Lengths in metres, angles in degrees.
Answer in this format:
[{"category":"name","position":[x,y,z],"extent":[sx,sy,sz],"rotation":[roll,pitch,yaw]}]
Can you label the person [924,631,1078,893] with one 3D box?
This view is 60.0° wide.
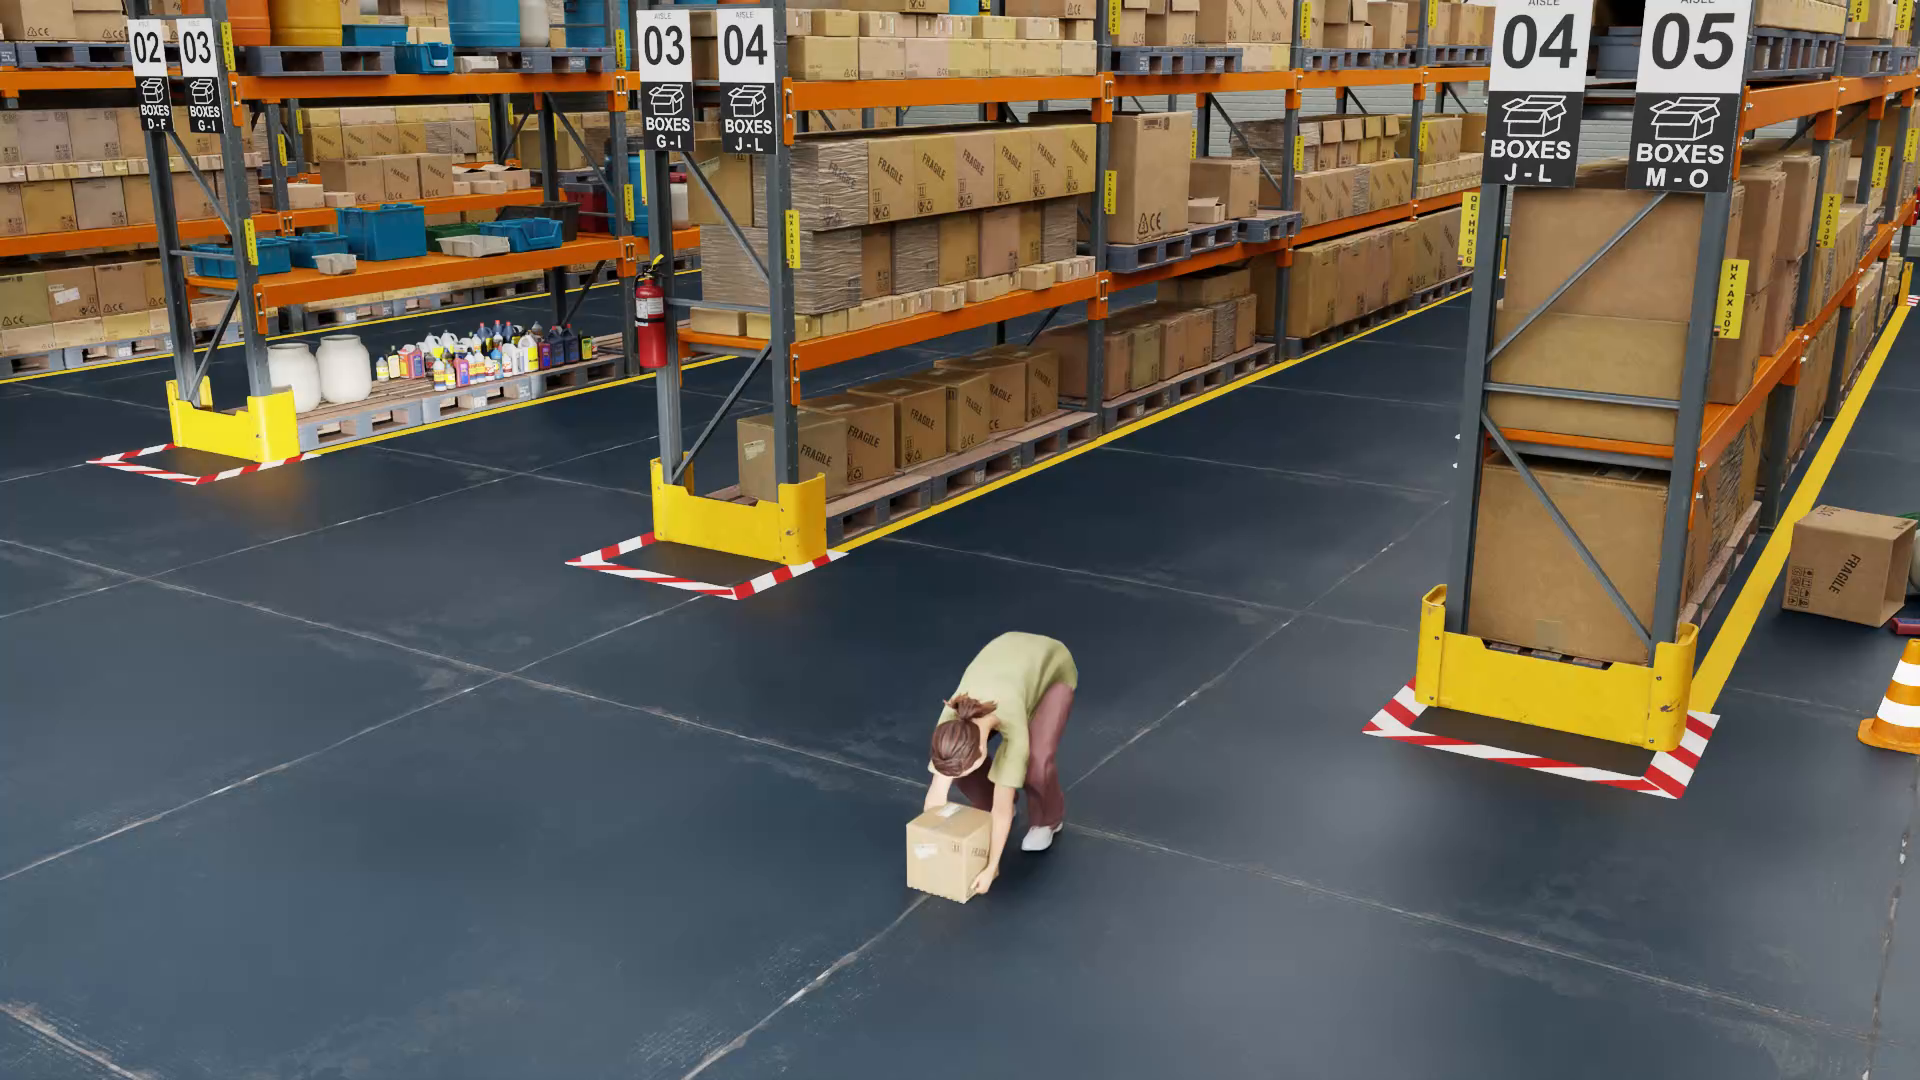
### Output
[{"category":"person","position":[0.148,0.819,6.323],"extent":[0.475,0.817,0.860],"rotation":[9,18,28]}]
